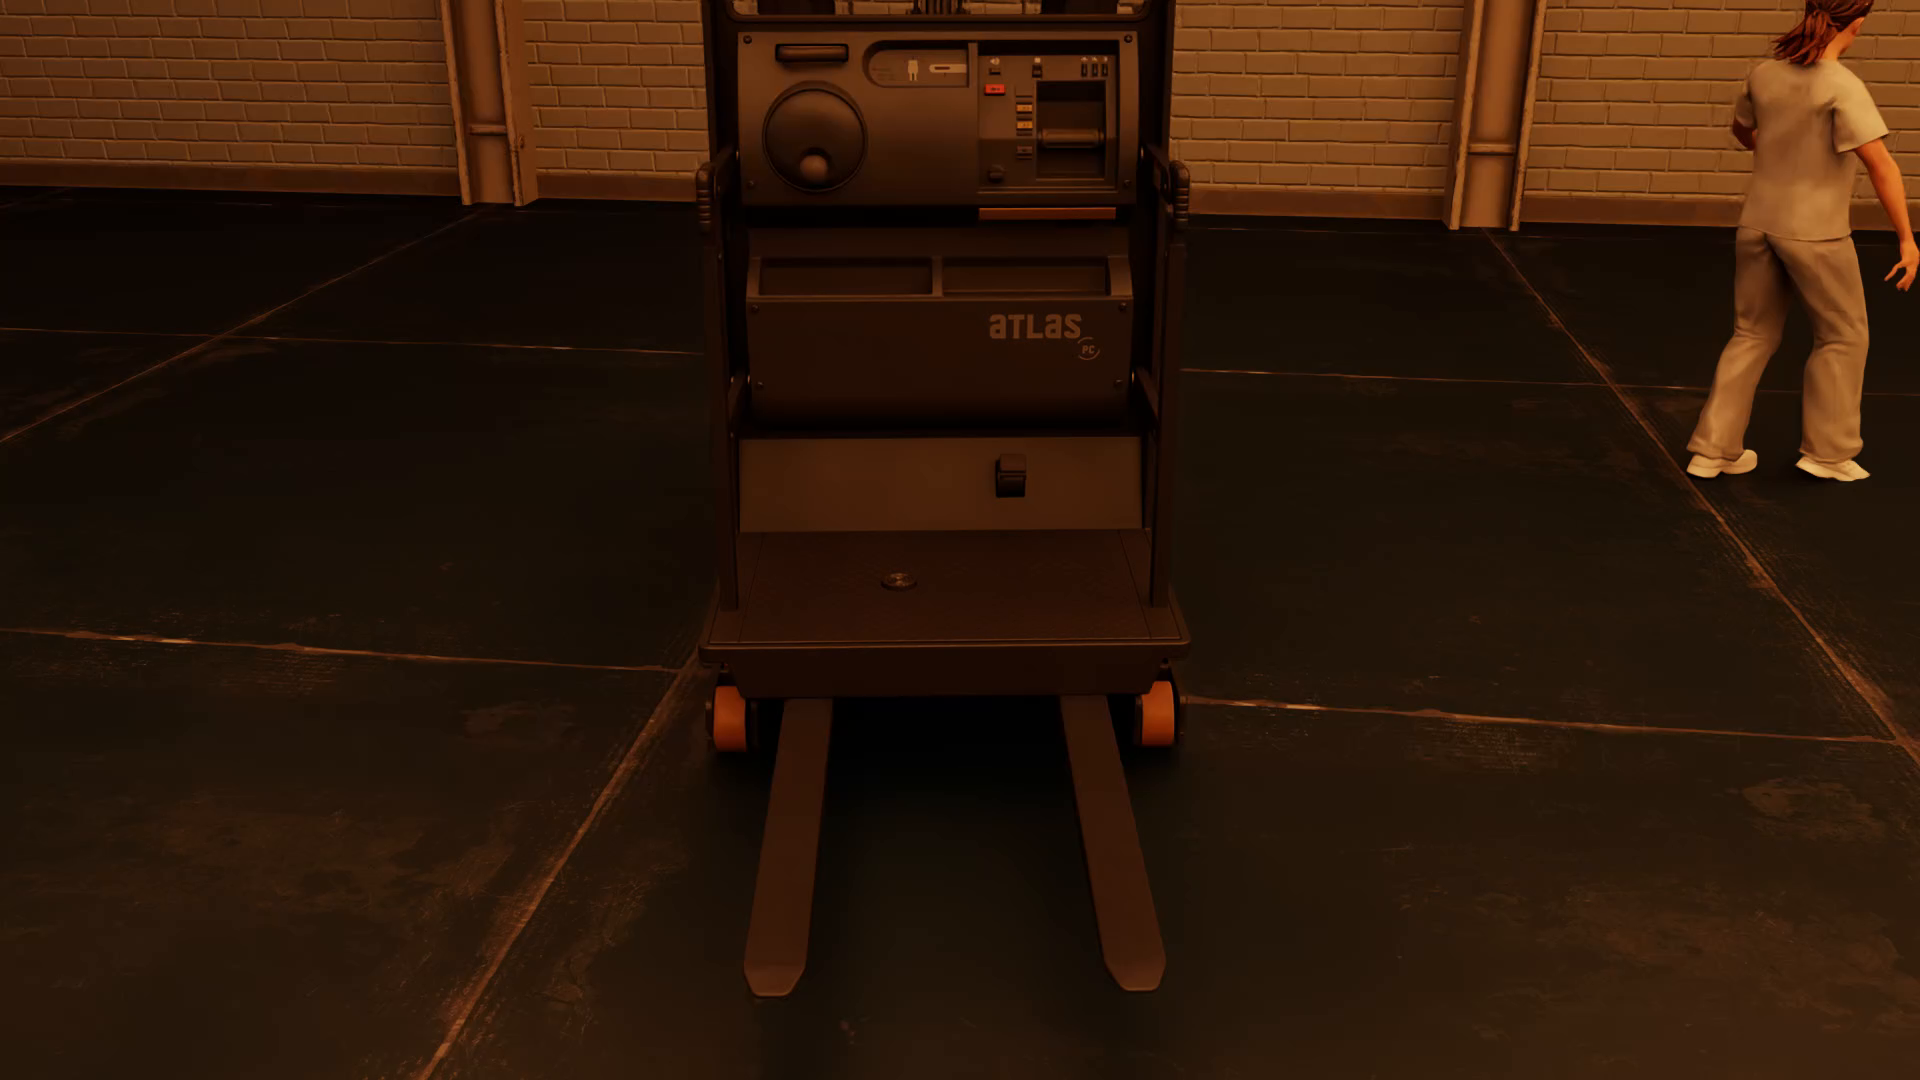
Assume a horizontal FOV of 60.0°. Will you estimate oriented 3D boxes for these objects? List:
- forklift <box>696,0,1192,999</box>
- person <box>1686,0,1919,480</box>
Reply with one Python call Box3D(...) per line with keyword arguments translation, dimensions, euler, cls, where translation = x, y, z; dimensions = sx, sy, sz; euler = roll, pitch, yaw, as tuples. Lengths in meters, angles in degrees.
Box3D(translation=(-0.042, -0.974, 3.672), dimensions=(1.130, 2.935, 3.031), euler=(-1, 22, -1), cls="forklift")
Box3D(translation=(2.819, -0.975, 5.448), dimensions=(0.632, 1.691, 0.884), euler=(-8, 23, -20), cls="person")
